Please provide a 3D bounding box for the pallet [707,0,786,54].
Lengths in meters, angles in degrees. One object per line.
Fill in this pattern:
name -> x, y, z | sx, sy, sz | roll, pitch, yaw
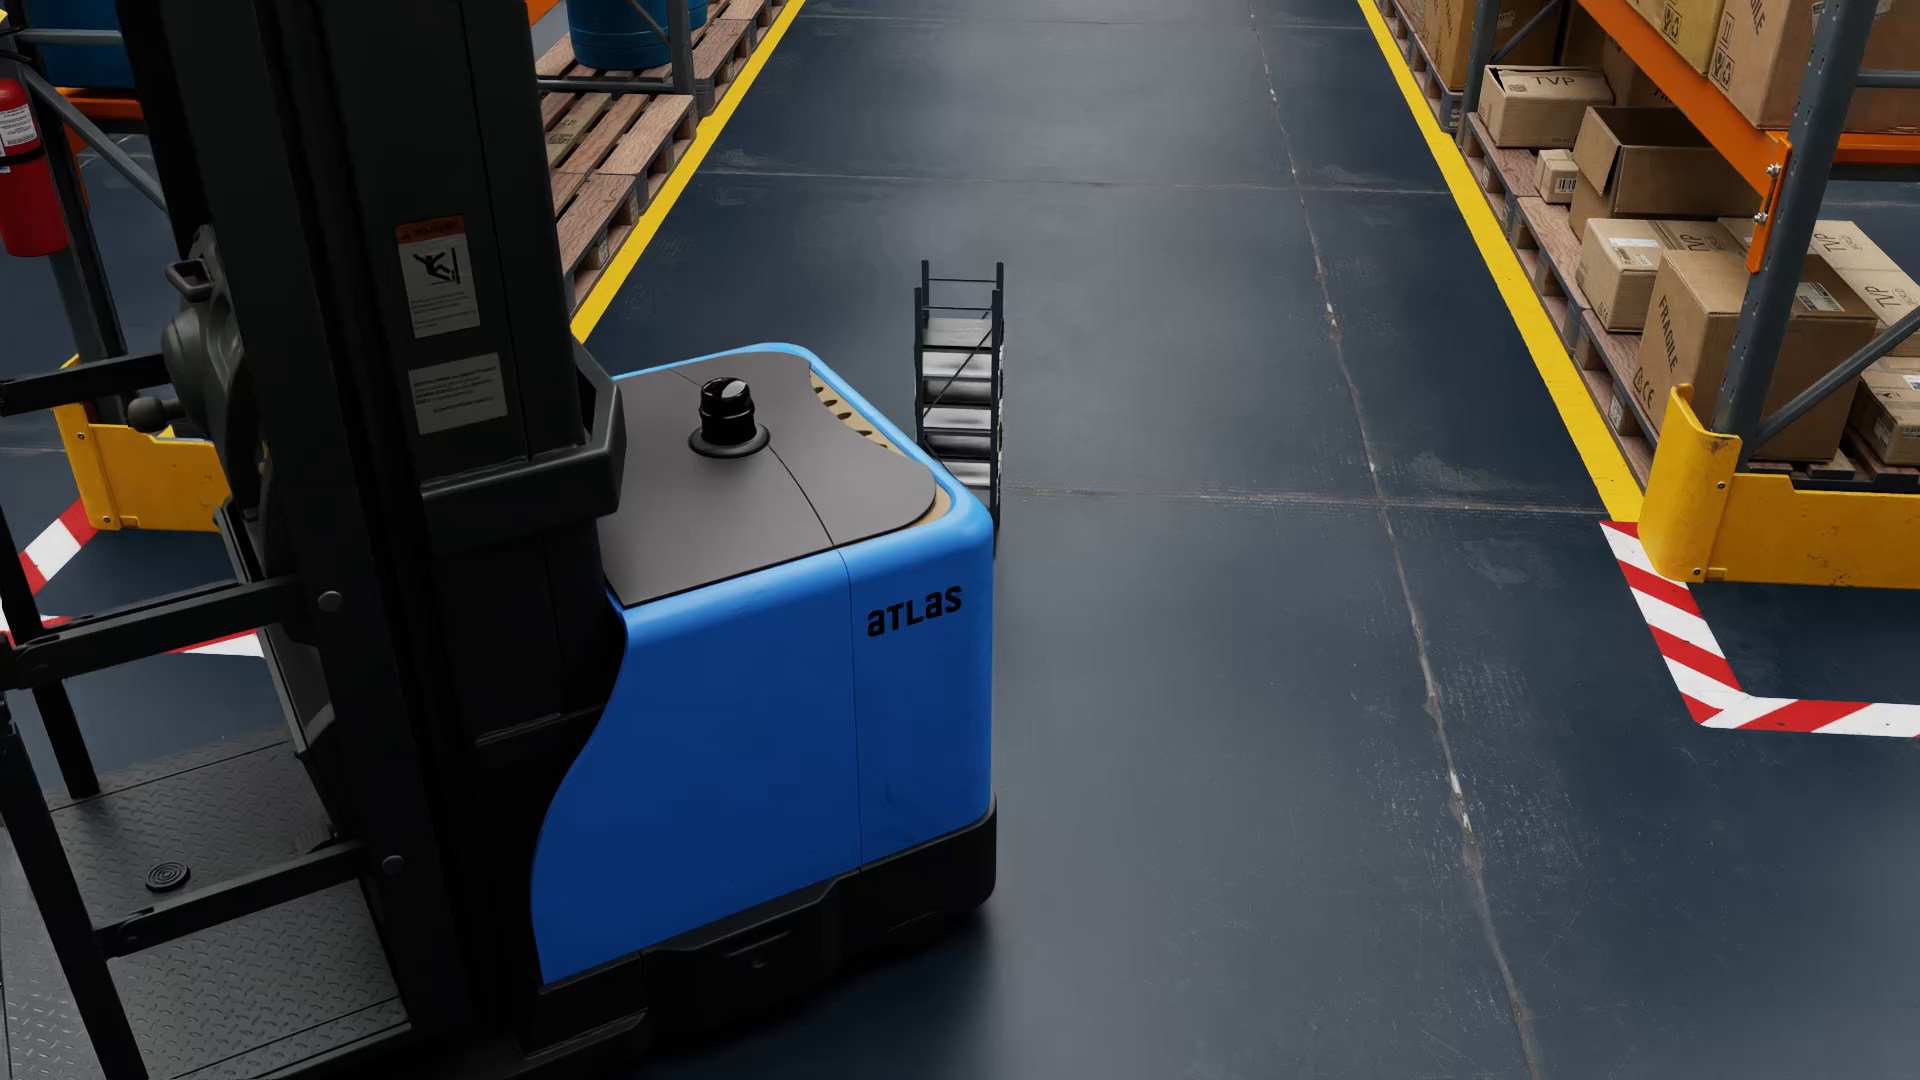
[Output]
pallet -> -1.692, -3.336, 10.463 | 1.003, 0.211, 1.213 | 2, 32, 4

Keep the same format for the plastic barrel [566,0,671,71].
plastic barrel -> -1.832, -3.051, 8.942 | 0.600, 0.901, 0.708 | 2, 32, 4

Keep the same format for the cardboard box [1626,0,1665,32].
cardboard box -> 2.568, -1.998, 5.537 | 0.500, 0.500, 0.500 | 3, 32, 4

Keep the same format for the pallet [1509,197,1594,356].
pallet -> 2.890, -1.083, 6.806 | 1.003, 0.211, 1.213 | 2, 32, 4

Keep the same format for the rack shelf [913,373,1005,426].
rack shelf -> -0.001, -0.427, 4.977 | 0.258, 0.077, 0.200 | 2, 32, 4

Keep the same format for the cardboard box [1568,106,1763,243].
cardboard box -> 2.896, -1.411, 6.640 | 0.797, 0.503, 0.637 | 2, 32, 4

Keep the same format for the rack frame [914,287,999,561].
rack frame -> -0.009, -0.326, 4.921 | 0.240, 0.900, 0.006 | 2, 32, 4

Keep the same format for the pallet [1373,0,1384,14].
pallet -> 3.271, -3.784, 11.190 | 1.003, 0.211, 1.213 | 2, 32, 4

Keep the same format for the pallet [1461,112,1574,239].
pallet -> 2.987, -1.722, 7.844 | 1.003, 0.211, 1.213 | 2, 32, 4

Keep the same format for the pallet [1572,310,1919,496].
pallet -> 2.788, -0.446, 5.774 | 1.003, 0.211, 1.213 | 2, 32, 4

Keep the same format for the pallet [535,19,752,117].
pallet -> -1.789, -2.697, 9.425 | 1.003, 0.211, 1.213 | 2, 32, 4

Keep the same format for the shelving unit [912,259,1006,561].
shelving unit -> -0.001, -0.379, 5.007 | 0.258, 0.900, 0.210 | 2, 32, 4

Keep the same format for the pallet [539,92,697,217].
pallet -> -1.914, -1.909, 8.146 | 1.003, 0.211, 1.213 | 2, 32, 4

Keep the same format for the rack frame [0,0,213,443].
rack frame -> -2.219, -1.391, 4.647 | 1.000, 3.000, 0.127 | 2, 32, 4

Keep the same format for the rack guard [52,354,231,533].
rack guard -> -2.208, -0.313, 5.282 | 1.175, 0.500, 0.348 | 2, 32, 4

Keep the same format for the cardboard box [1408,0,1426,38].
cardboard box -> 2.888, -3.182, 9.518 | 0.500, 0.500, 0.500 | 3, 32, 5

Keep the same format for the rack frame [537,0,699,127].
rack frame -> -1.893, -3.482, 8.041 | 1.000, 3.000, 0.127 | 2, 32, 4

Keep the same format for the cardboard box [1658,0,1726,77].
cardboard box -> 2.522, -1.737, 5.114 | 0.500, 0.500, 0.500 | 3, 32, 4

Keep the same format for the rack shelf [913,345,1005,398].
rack shelf -> -0.001, -0.504, 4.930 | 0.258, 0.077, 0.200 | 2, 32, 4

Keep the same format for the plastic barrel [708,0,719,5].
plastic barrel -> -1.639, -3.547, 10.118 | 0.421, 0.512, 0.421 | 0, 32, 0

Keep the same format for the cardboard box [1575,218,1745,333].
cardboard box -> 2.624, -0.984, 6.189 | 0.500, 0.250, 0.500 | 2, 32, 4

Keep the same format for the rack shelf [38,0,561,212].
rack shelf -> -2.056, -2.130, 6.533 | 1.077, 0.370, 4.000 | 2, 32, 4

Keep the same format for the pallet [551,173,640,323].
pallet -> -2.011, -1.269, 7.108 | 1.003, 0.211, 1.213 | 2, 32, 4

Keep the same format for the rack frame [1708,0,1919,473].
rack frame -> 2.718, -1.177, 4.301 | 1.000, 3.000, 0.127 | 2, 32, 4

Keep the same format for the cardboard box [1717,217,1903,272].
cardboard box -> 3.126, -0.989, 6.197 | 0.500, 0.250, 0.500 | 2, 32, 4

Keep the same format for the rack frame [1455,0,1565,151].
rack frame -> 3.043, -3.269, 7.695 | 1.000, 3.000, 0.127 | 2, 32, 4

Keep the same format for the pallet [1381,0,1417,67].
pallet -> 3.169, -3.148, 10.157 | 1.003, 0.211, 1.213 | 2, 32, 4

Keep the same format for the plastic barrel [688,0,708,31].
plastic barrel -> -1.774, -3.422, 9.543 | 0.600, 0.901, 0.708 | 2, 32, 4

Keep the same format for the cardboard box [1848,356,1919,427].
cardboard box -> 3.115, -0.493, 5.472 | 0.380, 0.166, 0.250 | 2, 32, 4

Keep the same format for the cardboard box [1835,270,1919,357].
cardboard box -> 3.085, -0.727, 5.773 | 0.500, 0.250, 0.500 | 2, 32, 4

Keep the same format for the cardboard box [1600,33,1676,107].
cardboard box -> 3.280, -2.082, 7.732 | 0.500, 0.500, 0.500 | 2, 32, 4

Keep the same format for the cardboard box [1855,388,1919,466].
cardboard box -> 3.094, -0.355, 5.265 | 0.380, 0.149, 0.250 | 2, 32, 4

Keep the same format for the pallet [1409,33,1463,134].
pallet -> 3.072, -2.508, 9.119 | 1.003, 0.211, 1.213 | 2, 32, 4

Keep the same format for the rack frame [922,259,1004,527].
rack frame -> 0.008, -0.432, 5.093 | 0.240, 0.900, 0.006 | 2, 32, 4

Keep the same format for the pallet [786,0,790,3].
pallet -> -1.590, -3.973, 11.495 | 1.003, 0.211, 1.213 | 2, 32, 4

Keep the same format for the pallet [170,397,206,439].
pallet -> -2.113, -0.633, 6.076 | 1.003, 0.211, 1.213 | 2, 32, 4

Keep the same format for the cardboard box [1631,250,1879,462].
cardboard box -> 2.516, -0.595, 5.320 | 0.500, 0.500, 0.500 | 2, 32, 4

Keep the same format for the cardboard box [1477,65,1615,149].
cardboard box -> 2.794, -2.101, 7.944 | 0.500, 0.311, 0.500 | 2, 32, 4

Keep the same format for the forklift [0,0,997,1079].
forklift -> -1.457, -0.231, 2.830 | 3.031, 2.935, 1.130 | -16, 35, -25

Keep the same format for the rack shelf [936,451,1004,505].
rack shelf -> -0.001, -0.197, 5.119 | 0.258, 0.077, 0.200 | 2, 32, 4

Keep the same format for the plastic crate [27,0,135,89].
plastic crate -> -2.378, -1.614, 4.919 | 0.616, 0.435, 0.499 | 2, 32, 4

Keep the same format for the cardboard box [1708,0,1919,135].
cardboard box -> 2.483, -1.465, 4.674 | 0.500, 0.500, 0.500 | 3, 32, 5

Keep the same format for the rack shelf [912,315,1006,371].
rack shelf -> -0.001, -0.580, 4.883 | 0.258, 0.077, 0.200 | 2, 32, 4

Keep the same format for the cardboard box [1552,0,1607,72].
cardboard box -> 3.326, -2.634, 8.629 | 0.500, 0.500, 0.500 | 1, 32, 2

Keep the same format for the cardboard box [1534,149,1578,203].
cardboard box -> 2.733, -1.587, 7.247 | 0.380, 0.166, 0.250 | 2, 32, 4

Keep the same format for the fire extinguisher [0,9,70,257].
fire extinguisher -> -2.684, -1.139, 4.669 | 0.296, 0.674, 0.183 | 2, 32, 4

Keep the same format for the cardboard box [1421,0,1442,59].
cardboard box -> 2.847, -2.920, 9.093 | 0.500, 0.500, 0.500 | 3, 32, 4

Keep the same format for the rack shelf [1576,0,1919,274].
rack shelf -> 2.881, -1.917, 6.187 | 1.077, 0.370, 4.000 | 2, 32, 4

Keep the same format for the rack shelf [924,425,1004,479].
rack shelf -> -0.001, -0.274, 5.072 | 0.258, 0.077, 0.200 | 2, 32, 4

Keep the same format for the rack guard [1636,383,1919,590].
rack guard -> 2.724, -0.153, 5.021 | 1.175, 0.500, 0.348 | 2, 32, 4

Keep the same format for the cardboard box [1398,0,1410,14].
cardboard box -> 2.927, -3.448, 9.950 | 0.500, 0.500, 0.500 | 1, 32, 2

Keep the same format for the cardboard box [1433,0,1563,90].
cardboard box -> 2.798, -2.662, 8.674 | 0.500, 0.500, 0.500 | 2, 32, 4

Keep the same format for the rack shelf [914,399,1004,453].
rack shelf -> -0.001, -0.350, 5.025 | 0.258, 0.077, 0.200 | 2, 32, 4
